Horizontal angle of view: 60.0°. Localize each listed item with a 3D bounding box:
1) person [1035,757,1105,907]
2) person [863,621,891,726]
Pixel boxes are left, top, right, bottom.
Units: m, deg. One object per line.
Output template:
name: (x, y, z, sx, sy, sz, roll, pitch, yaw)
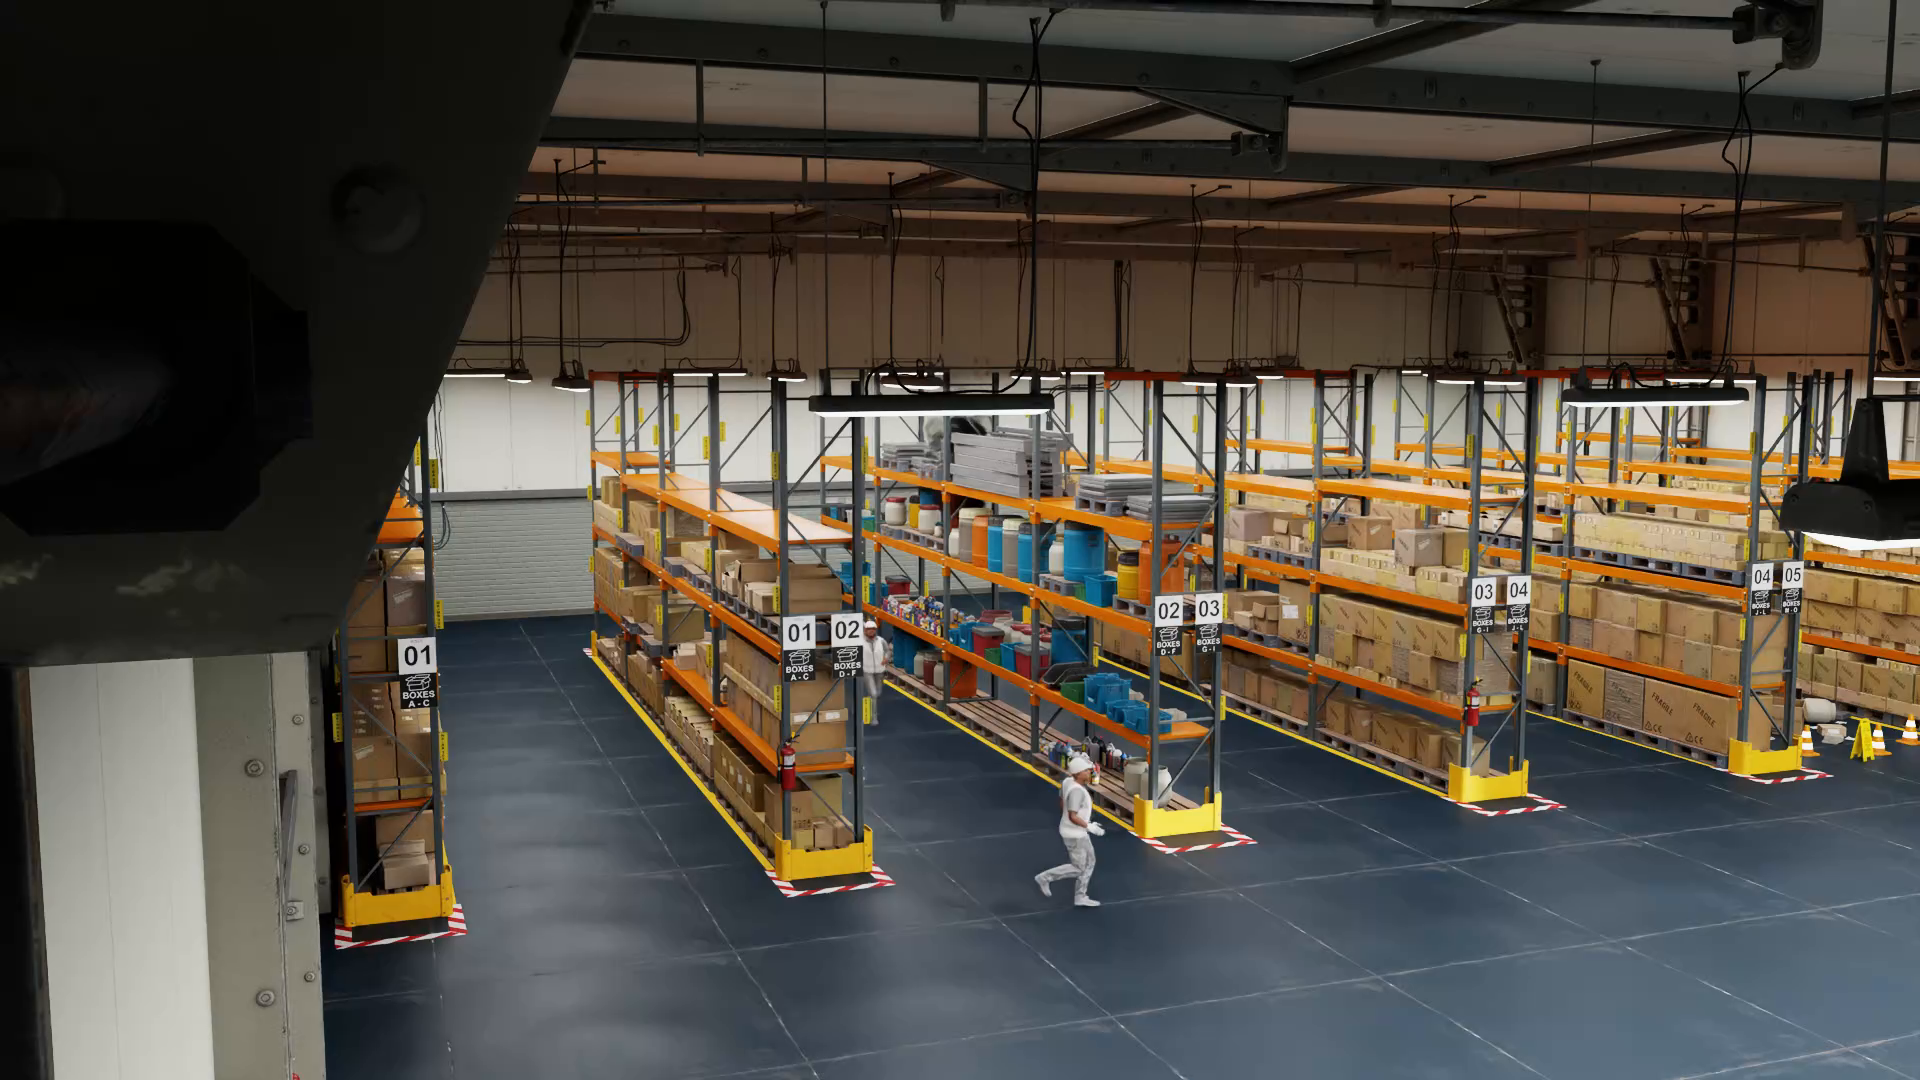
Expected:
person: (1.245, 3.351, 19.051, 0.790, 1.748, 0.676, 0, 6, 0)
person: (-1.512, 2.267, 28.704, 0.656, 1.772, 0.800, -2, 7, -16)
